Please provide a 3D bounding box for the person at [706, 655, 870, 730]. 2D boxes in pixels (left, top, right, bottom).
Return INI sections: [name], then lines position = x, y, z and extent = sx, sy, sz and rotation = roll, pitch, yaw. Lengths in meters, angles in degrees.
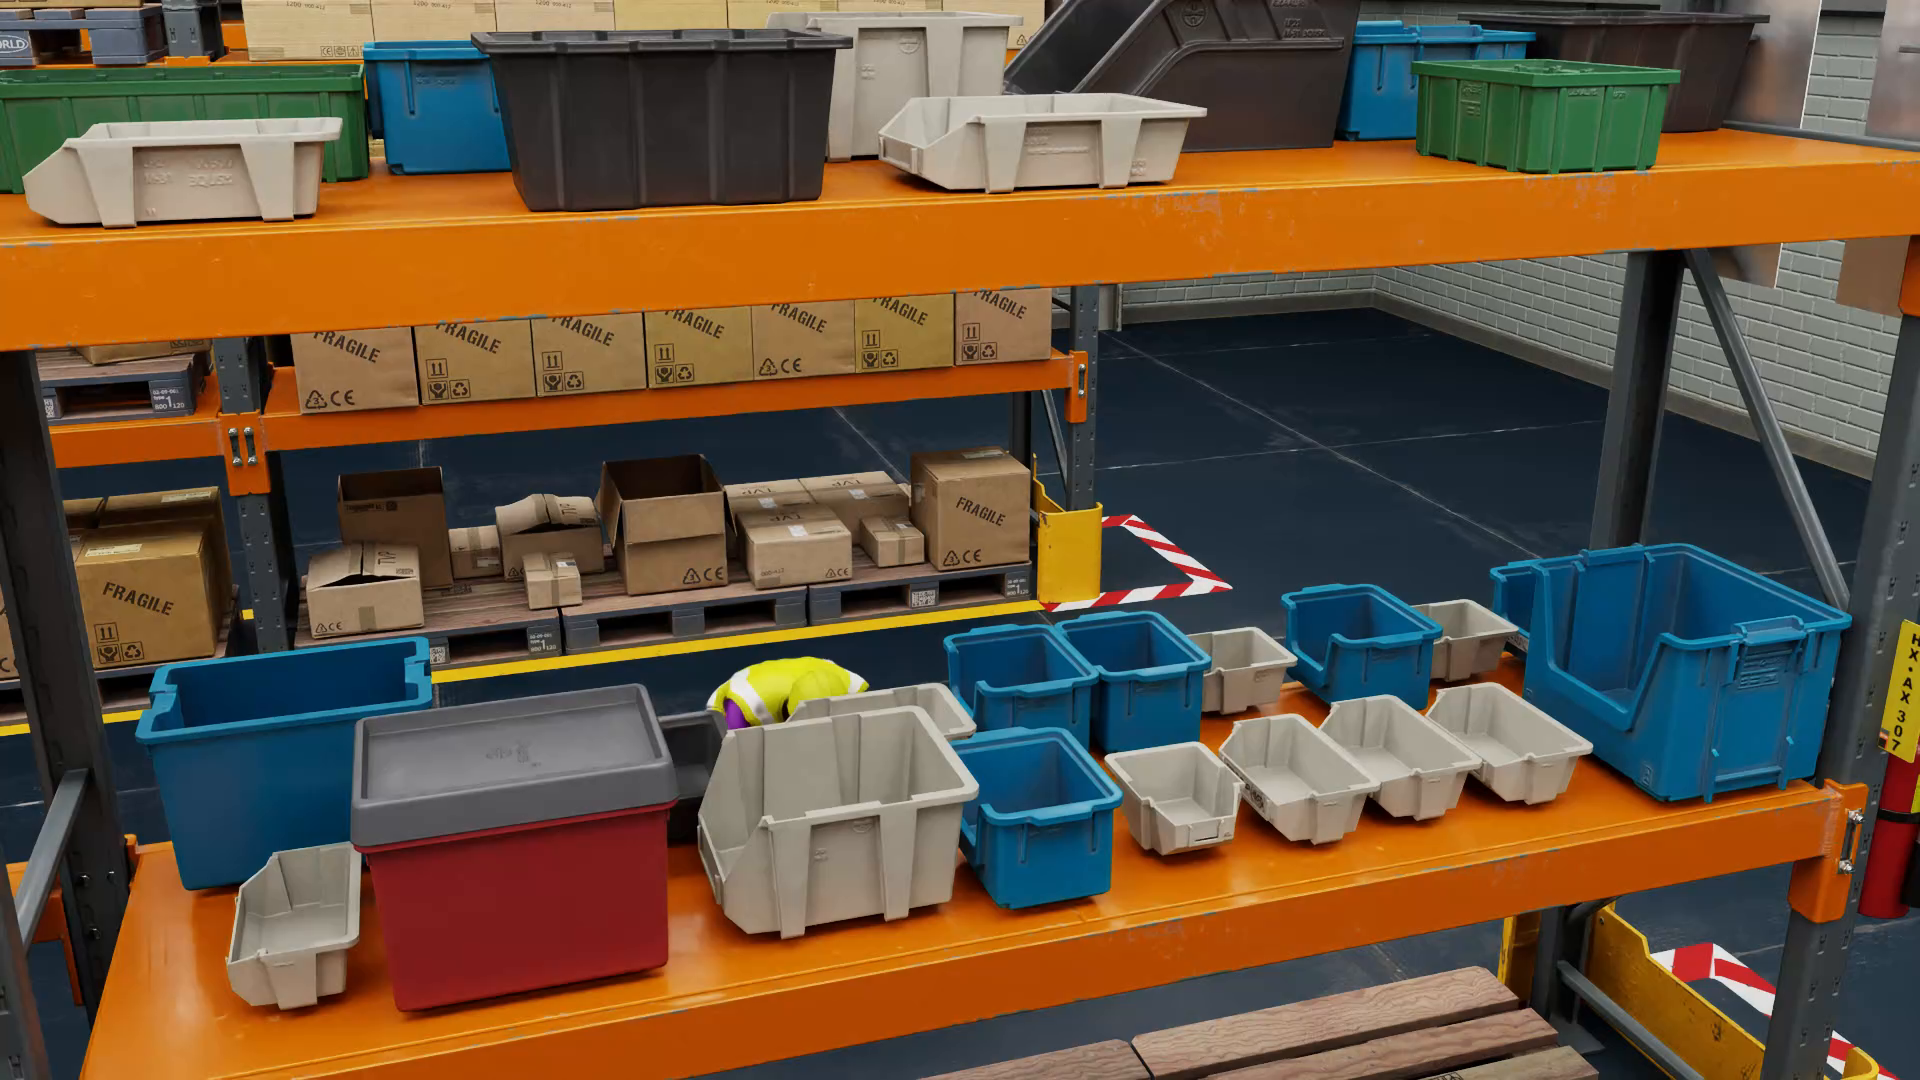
[person]
position = -0.589, 0.805, 5.872
extent = 0.536, 1.010, 0.913
rotation = -7, 20, -19
